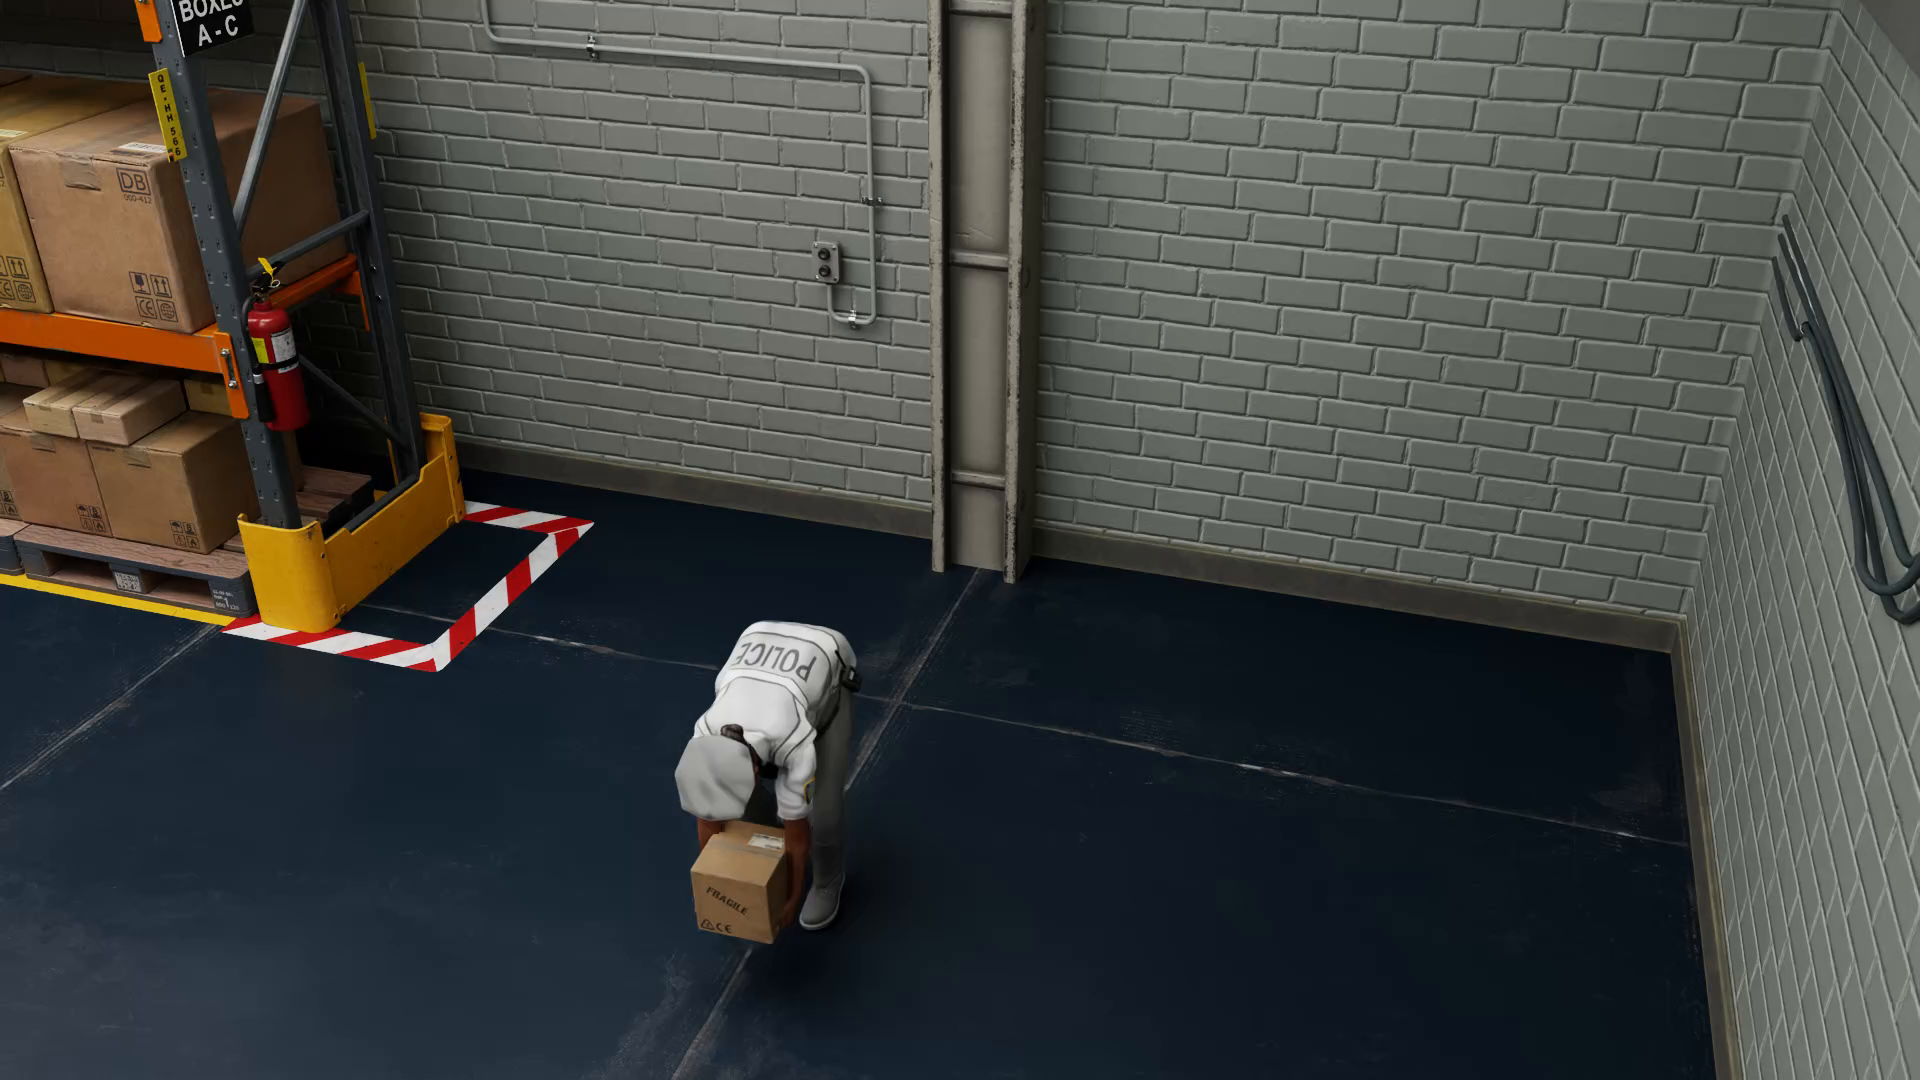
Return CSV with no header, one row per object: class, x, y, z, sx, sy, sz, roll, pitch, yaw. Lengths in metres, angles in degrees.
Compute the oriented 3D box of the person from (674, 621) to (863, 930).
person,-0.606,0.841,5.272,0.426,1.041,0.940,7,30,13
